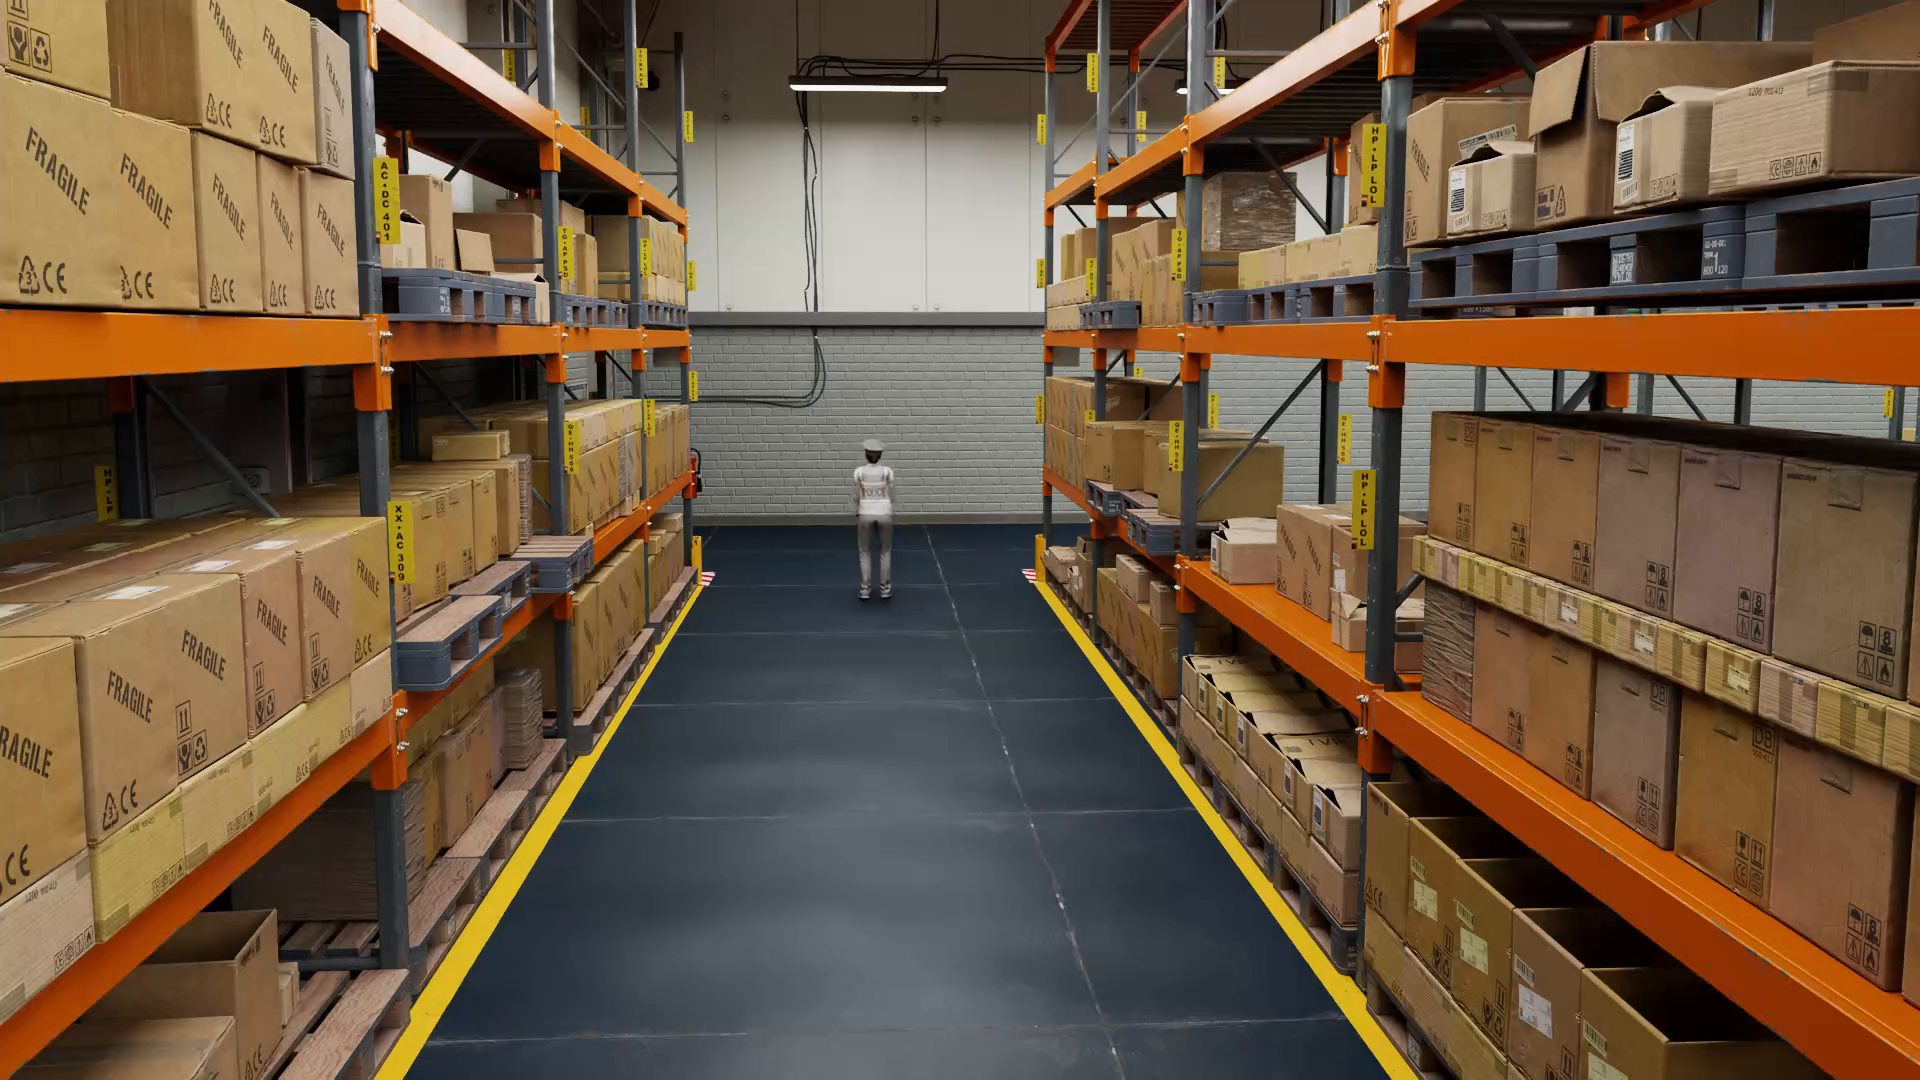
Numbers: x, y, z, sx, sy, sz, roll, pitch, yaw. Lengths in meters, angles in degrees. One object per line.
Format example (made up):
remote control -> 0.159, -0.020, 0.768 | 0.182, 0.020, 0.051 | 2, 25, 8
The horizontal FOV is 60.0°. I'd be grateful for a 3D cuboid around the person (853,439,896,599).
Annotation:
person -> -0.899, -0.228, 17.529 | 0.453, 1.691, 0.535 | 0, 7, -4
